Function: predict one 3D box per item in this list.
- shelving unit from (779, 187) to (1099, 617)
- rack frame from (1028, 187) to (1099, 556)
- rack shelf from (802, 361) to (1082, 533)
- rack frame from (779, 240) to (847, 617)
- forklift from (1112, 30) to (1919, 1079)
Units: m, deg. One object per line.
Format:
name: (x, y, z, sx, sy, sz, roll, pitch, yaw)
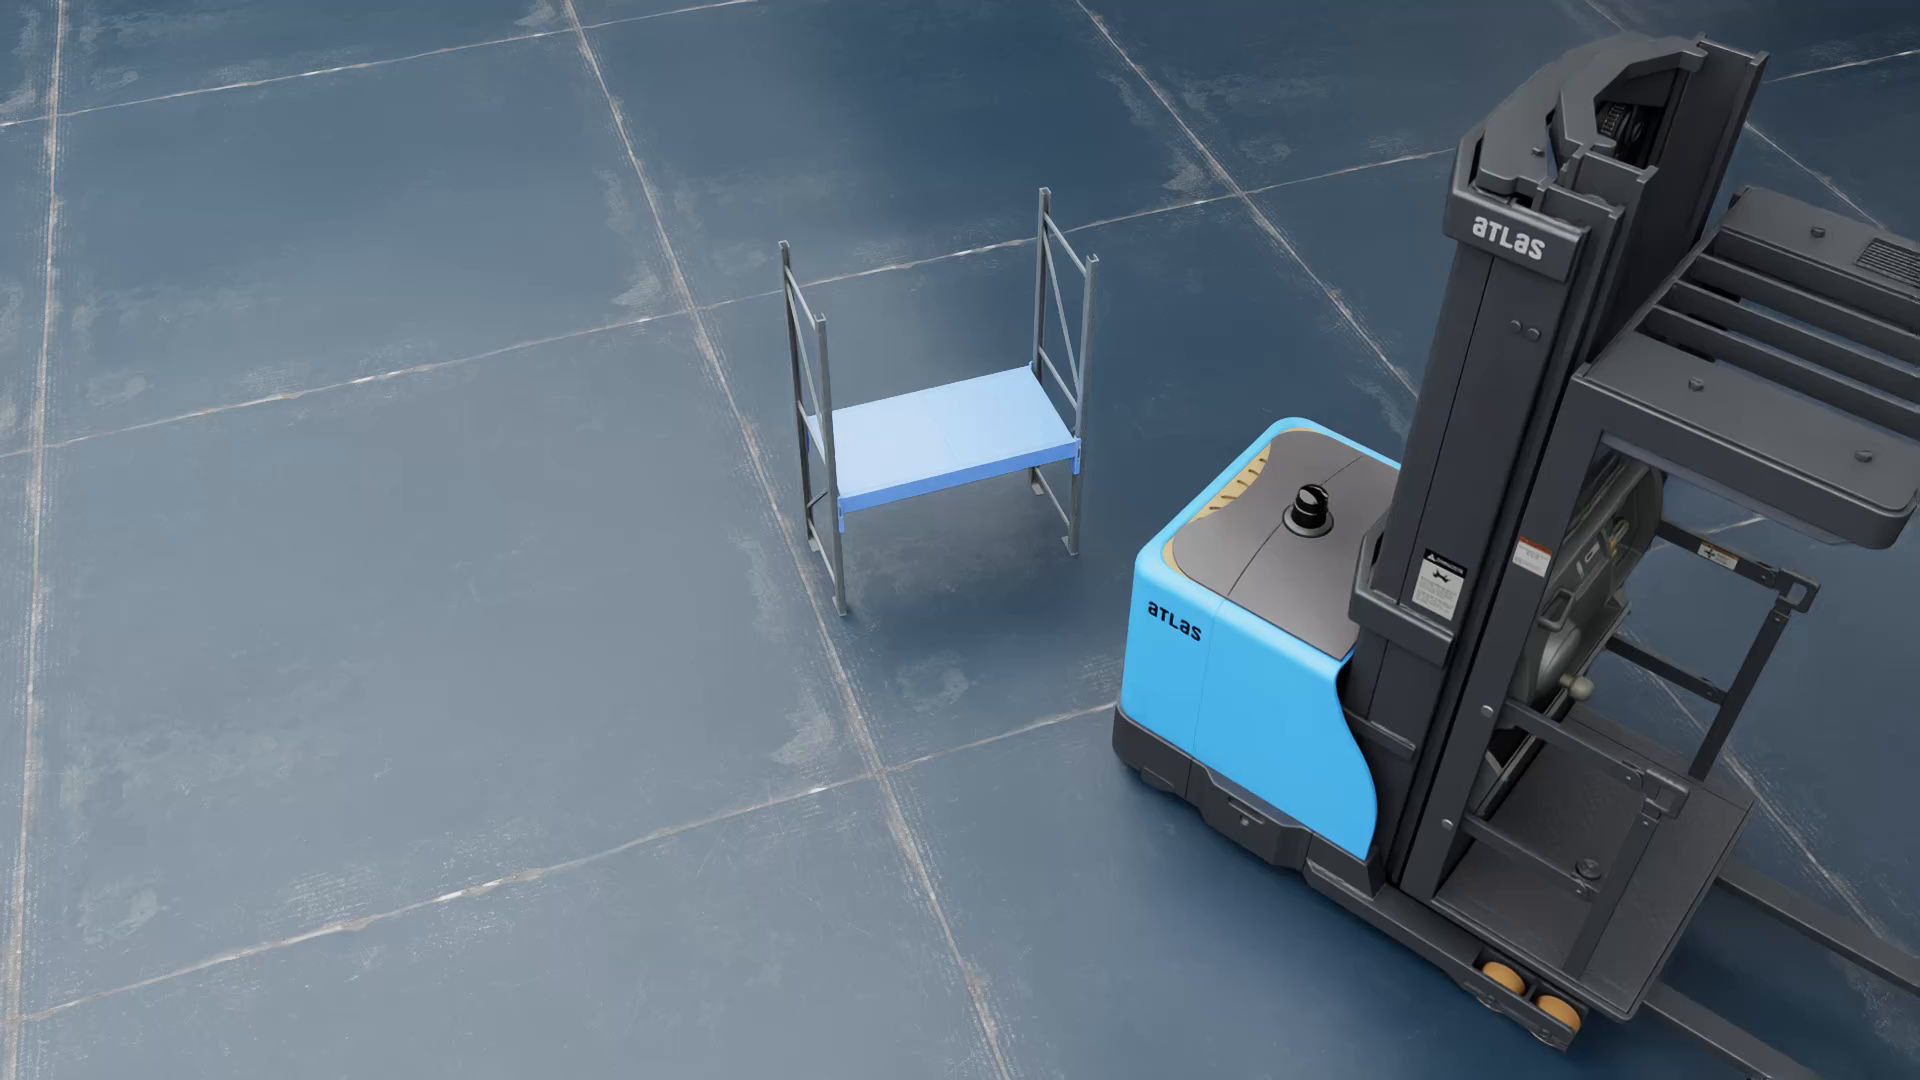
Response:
shelving unit: (-0.080, -0.509, 6.508, 1.048, 1.500, 0.538, -14, 47, -14)
rack frame: (0.398, -0.631, 6.629, 0.032, 1.500, 0.500, -14, 47, -14)
rack shelf: (-0.080, -0.382, 6.635, 1.000, 0.185, 0.538, -14, 47, -14)
rack frame: (-0.558, -0.387, 6.386, 0.032, 1.500, 0.500, -14, 47, -14)
forklift: (2.025, 0.182, 4.809, 3.031, 2.935, 1.130, 30, 52, 27)
